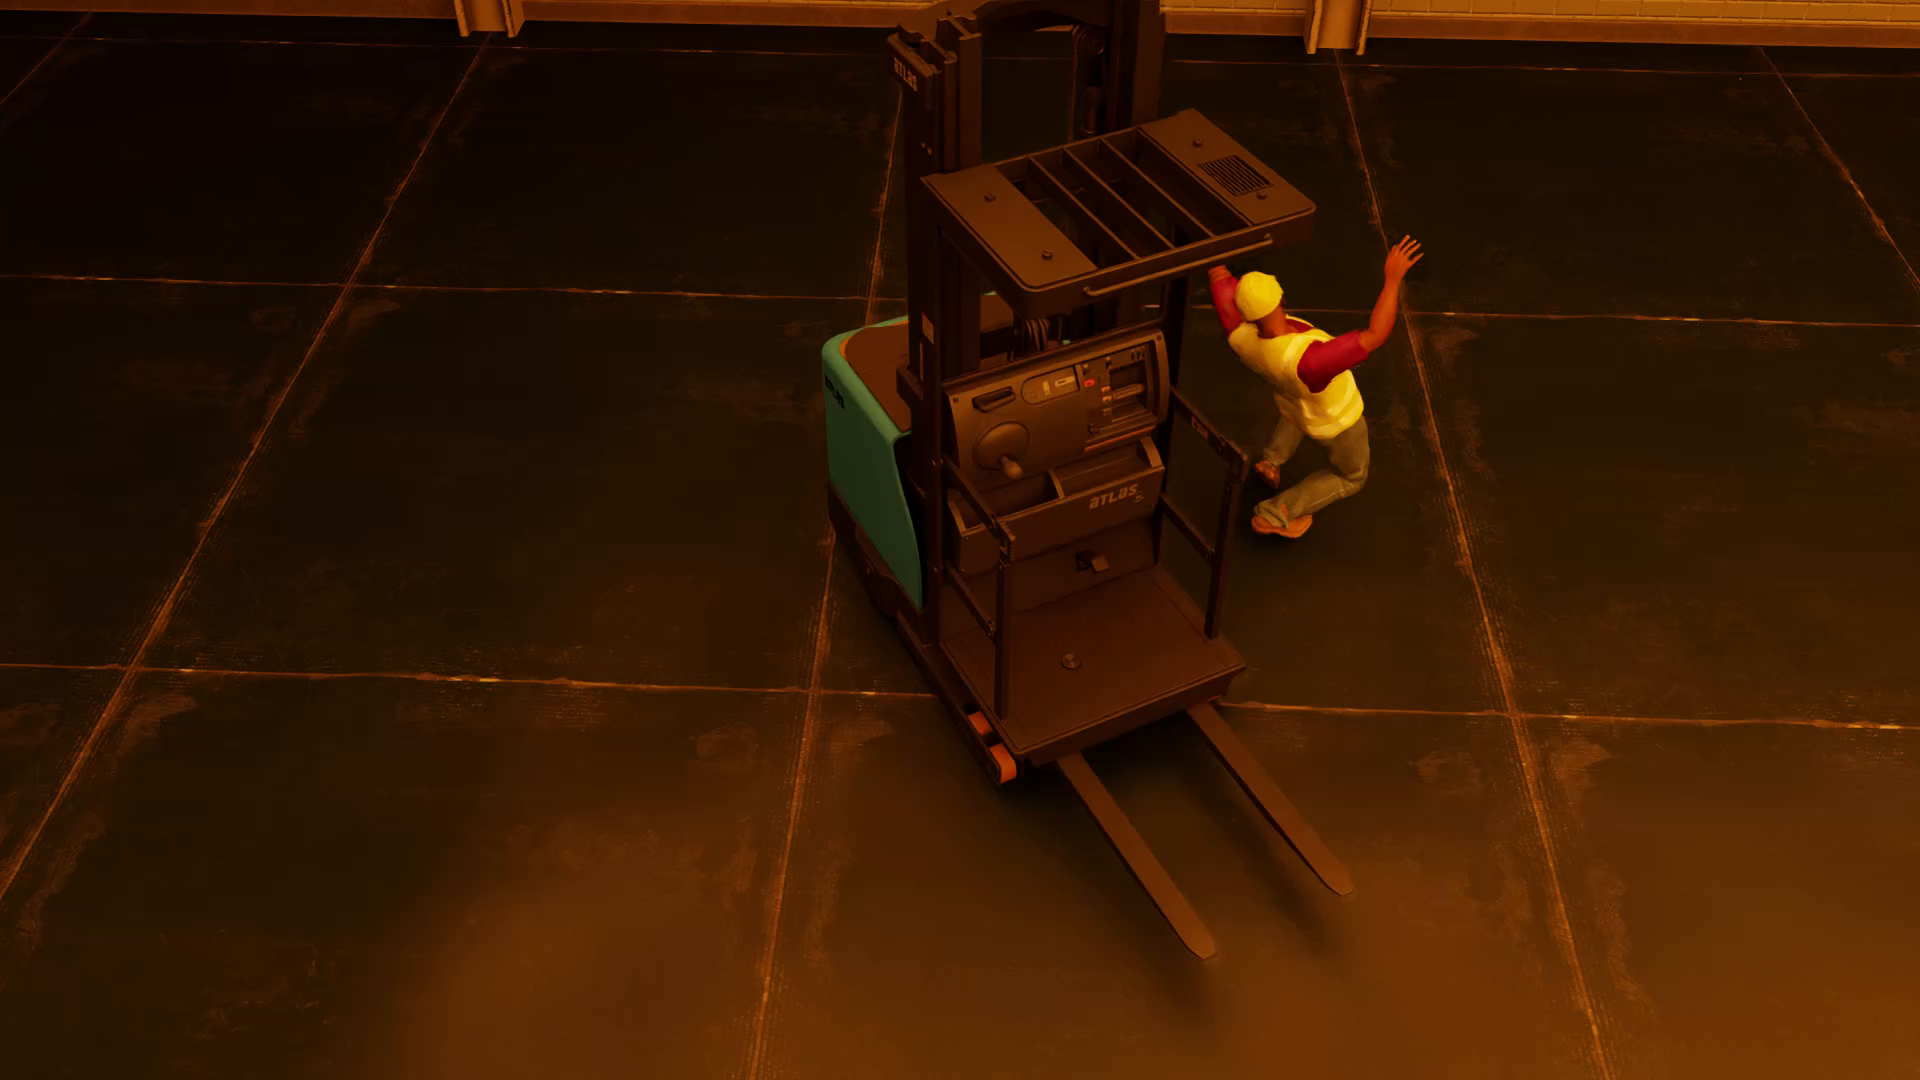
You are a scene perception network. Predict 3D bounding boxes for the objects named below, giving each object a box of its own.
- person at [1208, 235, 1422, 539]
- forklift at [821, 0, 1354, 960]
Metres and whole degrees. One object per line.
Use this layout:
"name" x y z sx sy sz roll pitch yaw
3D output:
"person" 1.477 -0.786 7.570 0.807 1.665 1.084 -21 46 -21
"forklift" 0.486 -0.431 6.214 1.130 2.935 3.031 -19 46 -19
